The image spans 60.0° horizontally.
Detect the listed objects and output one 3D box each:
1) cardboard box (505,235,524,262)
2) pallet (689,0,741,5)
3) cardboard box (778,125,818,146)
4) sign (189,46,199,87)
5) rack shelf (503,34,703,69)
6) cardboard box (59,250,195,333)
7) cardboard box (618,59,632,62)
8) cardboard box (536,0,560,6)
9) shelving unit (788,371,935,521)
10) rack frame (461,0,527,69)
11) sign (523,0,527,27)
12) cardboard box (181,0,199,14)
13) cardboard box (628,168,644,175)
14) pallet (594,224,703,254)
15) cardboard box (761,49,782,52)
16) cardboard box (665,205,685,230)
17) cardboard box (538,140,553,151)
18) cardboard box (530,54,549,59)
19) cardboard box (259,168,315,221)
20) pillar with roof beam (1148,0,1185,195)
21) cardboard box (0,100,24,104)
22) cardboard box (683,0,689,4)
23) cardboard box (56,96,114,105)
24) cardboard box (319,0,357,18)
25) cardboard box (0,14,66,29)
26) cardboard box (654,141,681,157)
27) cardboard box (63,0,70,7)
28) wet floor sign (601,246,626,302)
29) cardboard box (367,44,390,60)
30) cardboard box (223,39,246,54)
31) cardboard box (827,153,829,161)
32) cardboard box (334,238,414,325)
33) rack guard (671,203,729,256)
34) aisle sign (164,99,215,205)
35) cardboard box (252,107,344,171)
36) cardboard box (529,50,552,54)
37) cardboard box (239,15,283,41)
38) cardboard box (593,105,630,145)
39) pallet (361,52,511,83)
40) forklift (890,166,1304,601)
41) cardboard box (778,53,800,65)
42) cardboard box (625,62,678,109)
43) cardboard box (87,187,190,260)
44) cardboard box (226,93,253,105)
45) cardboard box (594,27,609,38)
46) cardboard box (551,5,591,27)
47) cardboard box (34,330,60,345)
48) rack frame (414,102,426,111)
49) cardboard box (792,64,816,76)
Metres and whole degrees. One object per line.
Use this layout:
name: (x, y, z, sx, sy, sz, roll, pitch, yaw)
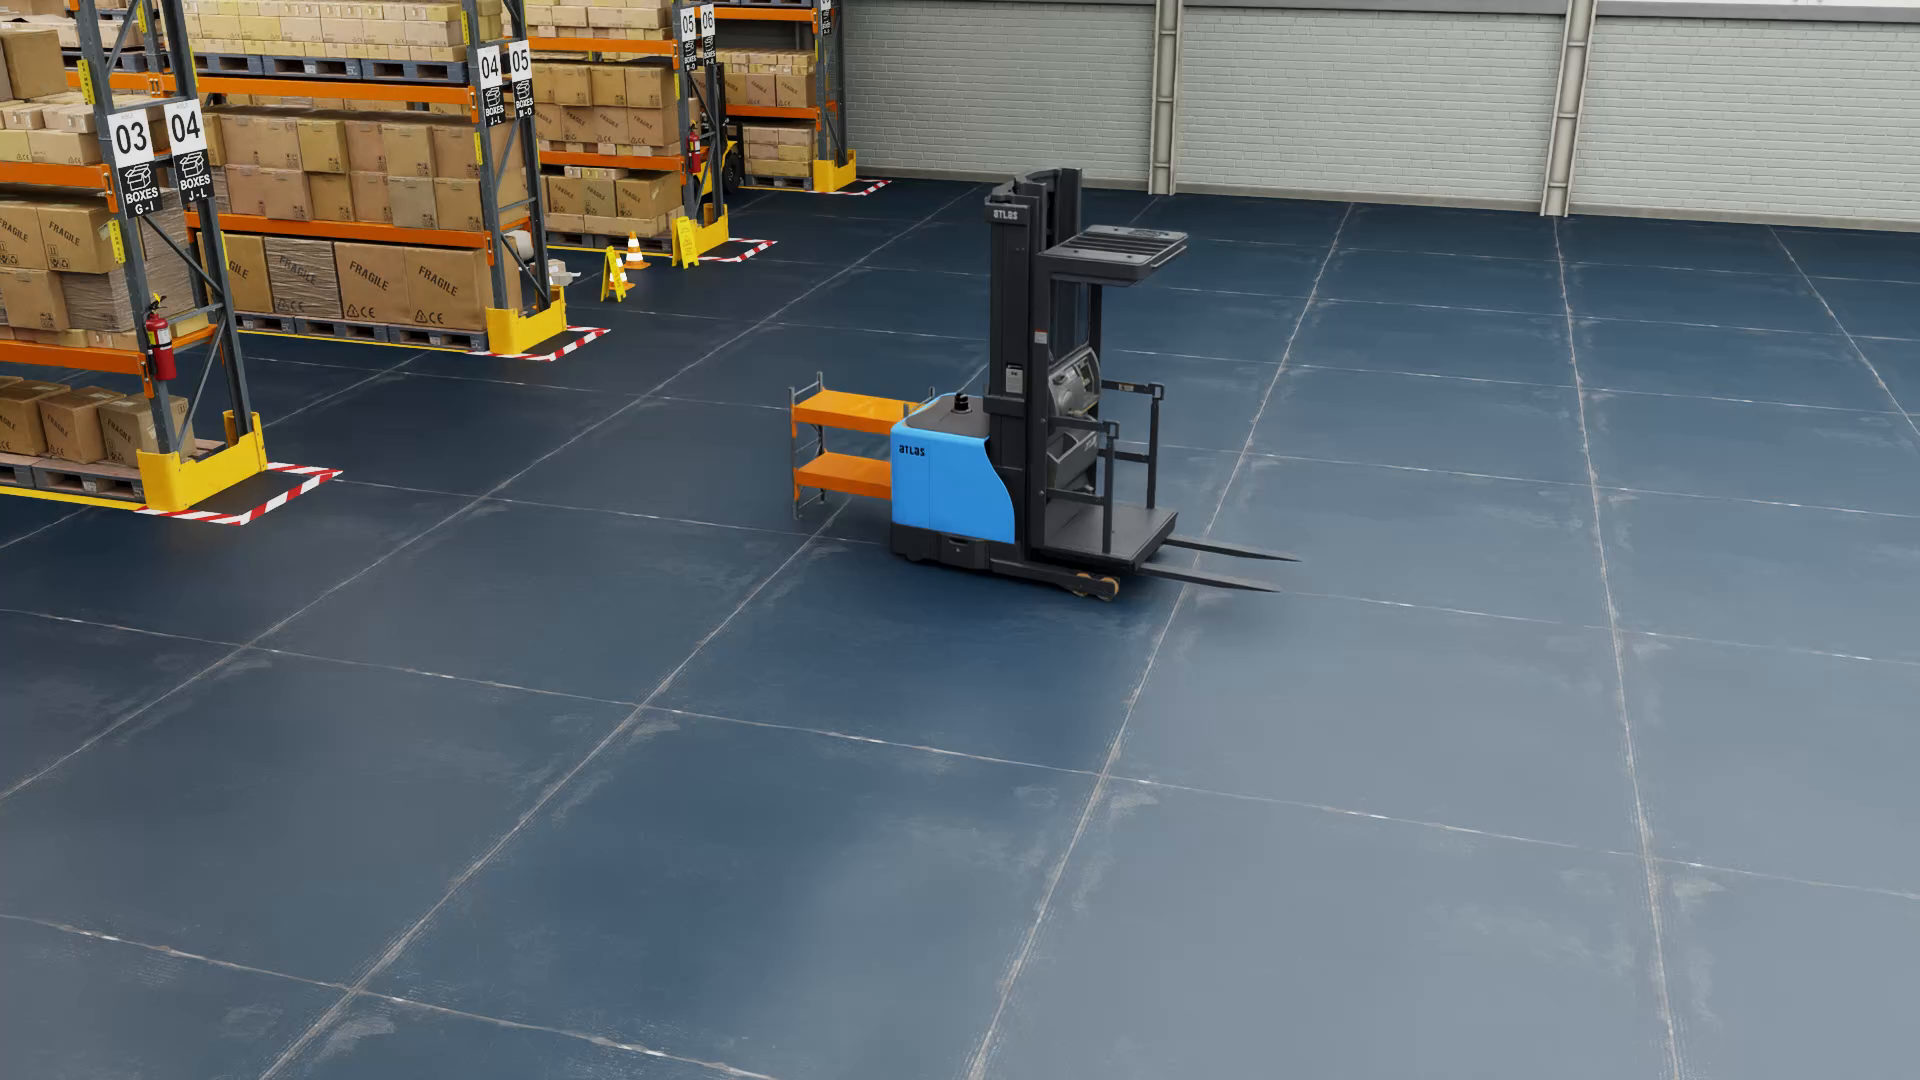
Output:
cardboard box: (-5.925, -3.553, 21.173, 0.637, 0.503, 0.797, -9, 24, -21)
pallet: (-3.923, -8.806, 26.853, 1.213, 0.211, 1.003, 7, 23, 16)
cardboard box: (-2.613, -6.561, 26.969, 0.500, 0.250, 0.500, 7, 23, 17)
sign: (-6.218, -3.824, 13.440, 0.005, 0.325, 0.100, 7, 23, 16)
rack shelf: (-5.427, -6.709, 22.574, 4.000, 0.370, 1.077, 7, 23, 16)
cardboard box: (-6.893, -2.088, 13.790, 0.500, 0.500, 0.875, 7, 23, 16)
cardboard box: (-5.434, -7.865, 27.411, 0.250, 0.149, 0.380, 7, 23, 17)
cardboard box: (-5.399, -7.161, 22.008, 0.250, 0.149, 0.380, 7, 23, 17)
shelving unit: (-0.780, -0.686, 13.365, 1.048, 1.125, 0.538, 10, 24, 23)
rack frame: (-4.845, -6.401, 16.922, 0.127, 3.000, 1.000, 7, 23, 16)
sign: (-4.679, -5.655, 17.800, 0.005, 0.325, 0.100, 7, 23, 16)
cardboard box: (-8.180, -5.754, 17.892, 0.250, 0.149, 0.380, 6, 23, 15)
cardboard box: (-4.729, -4.951, 23.374, 0.500, 0.500, 0.500, 6, 23, 14)
pallet: (-4.353, -4.255, 23.270, 1.213, 0.211, 1.003, 7, 23, 16)
cardboard box: (-3.072, -7.934, 27.187, 0.250, 0.149, 0.380, 7, 23, 16)
cardboard box: (-4.205, -4.546, 23.375, 0.500, 0.250, 0.500, 6, 23, 15)
cardboard box: (-5.661, -5.445, 22.828, 0.250, 0.149, 0.380, 6, 23, 15)
cardboard box: (-7.064, -8.029, 27.809, 0.250, 0.149, 0.380, 6, 23, 14)
cardboard box: (-7.302, -3.943, 18.638, 0.550, 0.550, 0.875, 7, 23, 16)
pillar with roof beam: (2.012, -8.196, 21.299, 0.400, 9.000, 9.100, 7, 23, 16)
cardboard box: (-7.688, -3.407, 13.248, 0.250, 0.149, 0.380, 7, 23, 16)
cardboard box: (-3.794, -7.188, 22.075, 0.250, 0.149, 0.380, 6, 23, 15)
cardboard box: (-7.069, -3.498, 13.470, 0.250, 0.149, 0.380, 6, 23, 15)
cardboard box: (-6.483, -5.560, 17.419, 0.250, 0.149, 0.380, 6, 23, 15)
cardboard box: (-10.416, -5.763, 18.752, 0.500, 0.311, 0.500, 6, 23, 14)
cardboard box: (-3.932, -5.282, 22.430, 0.250, 0.149, 0.380, 7, 23, 17)
cardboard box: (-12.942, -8.028, 24.156, 0.500, 0.500, 0.500, 7, 23, 16)
wet floor sign: (-4.246, -3.252, 20.254, 0.232, 0.644, 0.267, 3, 22, 6)
cardboard box: (-5.990, -5.134, 17.433, 0.250, 0.149, 0.380, 7, 23, 16)
cardboard box: (-7.698, -5.329, 17.908, 0.250, 0.149, 0.380, 6, 23, 15)
cardboard box: (-2.496, -6.286, 27.616, 0.500, 0.250, 0.500, 7, 23, 16)
cardboard box: (-6.357, -2.983, 18.740, 0.875, 0.875, 0.875, 6, 23, 15)
rack guard: (-3.585, -4.287, 22.967, 0.348, 0.500, 1.175, 7, 23, 16)
aisle sign: (-6.229, -3.139, 13.450, 0.004, 0.787, 0.394, 7, 23, 16)
cardboard box: (-7.294, -4.453, 18.457, 0.550, 0.550, 0.875, 7, 23, 16)
cardboard box: (-7.148, -8.273, 28.405, 0.250, 0.149, 0.380, 7, 23, 15)
cardboard box: (-7.321, -5.495, 17.787, 0.500, 0.250, 0.500, 6, 23, 15)
cardboard box: (-4.589, -5.635, 22.436, 0.500, 0.500, 0.500, 7, 23, 16)
pallet: (-5.559, -5.050, 17.697, 1.213, 0.211, 1.003, 7, 23, 16)
forklift: (1.023, -1.144, 12.103, 3.031, 2.935, 1.130, 10, 24, 23)
cardboard box: (-2.731, -7.701, 26.619, 0.250, 0.149, 0.380, 7, 23, 16)
cardboard box: (-4.064, -6.058, 22.150, 0.500, 0.500, 0.700, 6, 23, 14)
cardboard box: (-6.823, -2.640, 13.818, 0.500, 0.500, 0.500, 7, 23, 16)
cardboard box: (-10.306, -6.502, 23.997, 0.500, 0.500, 0.500, 8, 24, 18)
cardboard box: (-4.650, -6.753, 22.064, 0.250, 0.149, 0.380, 7, 23, 16)
cardboard box: (-5.059, -6.960, 22.043, 0.500, 0.250, 0.500, 7, 23, 17)
cardboard box: (-7.436, -1.744, 13.804, 0.250, 0.149, 0.380, 7, 23, 16)
rack frame: (-7.342, -5.873, 23.541, 0.127, 3.000, 1.000, 7, 23, 16)
cardboard box: (-2.495, -7.521, 26.572, 0.250, 0.149, 0.380, 7, 23, 16)
